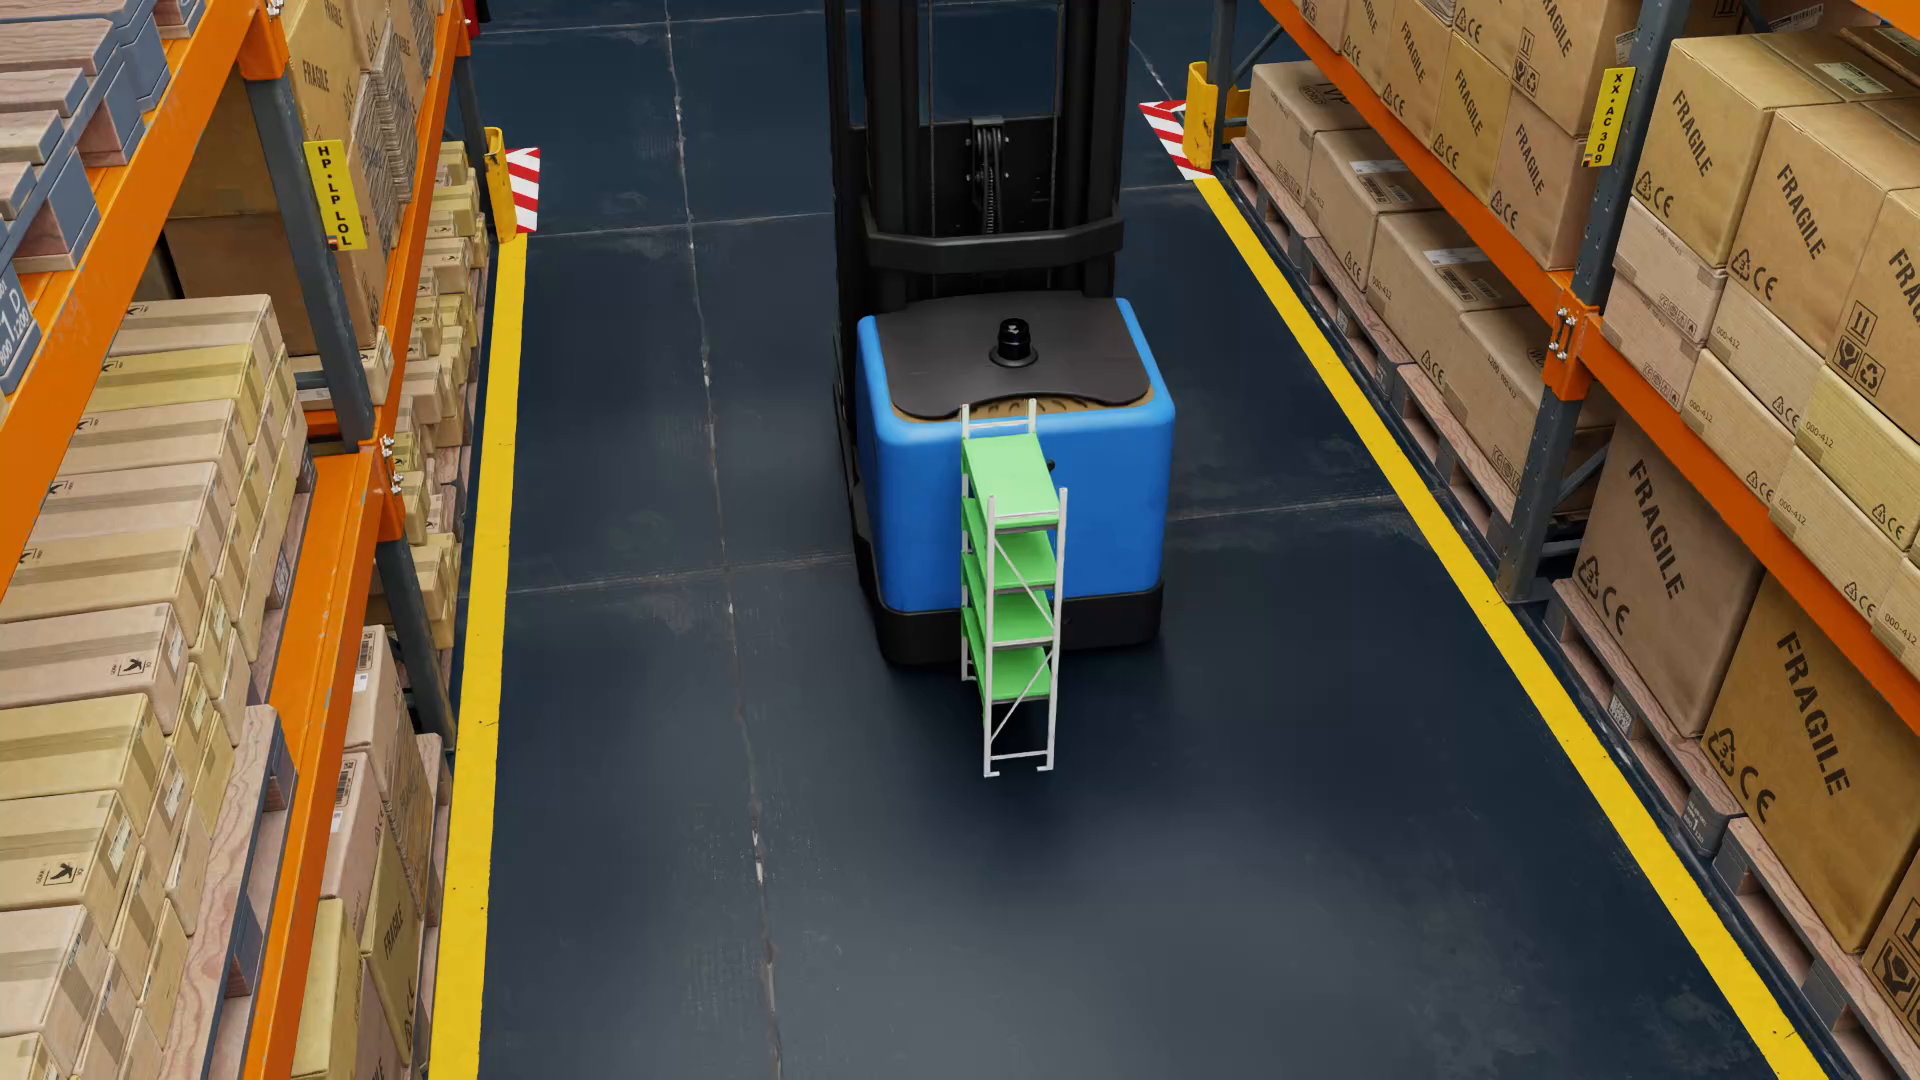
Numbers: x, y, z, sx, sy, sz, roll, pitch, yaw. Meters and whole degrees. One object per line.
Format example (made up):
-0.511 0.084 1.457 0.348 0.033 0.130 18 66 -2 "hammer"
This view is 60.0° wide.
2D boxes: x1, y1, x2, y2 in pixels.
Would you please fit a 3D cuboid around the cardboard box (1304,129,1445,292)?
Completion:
2.274 -1.650 8.175 0.875 0.438 0.875 -5 38 -7 "cardboard box"

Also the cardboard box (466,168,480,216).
-2.591 -1.711 8.247 0.380 0.149 0.250 -7 38 -9 "cardboard box"

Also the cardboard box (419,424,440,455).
-2.293 -0.455 6.630 0.380 0.149 0.250 -5 38 -6 "cardboard box"

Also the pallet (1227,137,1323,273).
2.108 -1.860 8.972 1.003 0.211 1.213 -6 38 -8 "pallet"

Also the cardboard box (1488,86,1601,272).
2.259 -1.312 5.912 0.500 0.500 0.500 -6 38 -8 "cardboard box"

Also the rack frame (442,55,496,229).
-2.965 -2.842 7.963 1.000 3.000 0.127 -6 38 -8 "rack frame"

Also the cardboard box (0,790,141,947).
-1.685 0.595 2.917 0.380 0.149 0.250 -5 38 -7 "cardboard box"

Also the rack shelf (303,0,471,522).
-2.614 -1.350 6.629 1.077 0.370 4.000 -6 38 -8 "rack shelf"

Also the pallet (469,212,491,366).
-2.844 -1.200 8.123 1.003 0.211 1.213 -6 38 -8 "pallet"

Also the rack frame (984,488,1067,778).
0.202 0.329 5.349 0.240 1.200 0.015 -6 39 -7 "rack frame"

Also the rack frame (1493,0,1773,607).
2.592 -1.019 5.617 1.000 3.000 0.127 -6 38 -8 "rack frame"

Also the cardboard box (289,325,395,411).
-1.991 -0.533 5.196 0.380 0.149 0.250 -5 38 -6 "cardboard box"

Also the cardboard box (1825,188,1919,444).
2.588 -0.550 4.116 0.500 0.500 0.500 -7 38 -9 "cardboard box"

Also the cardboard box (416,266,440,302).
-2.443 -1.033 7.131 0.380 0.149 0.250 -7 38 -9 "cardboard box"

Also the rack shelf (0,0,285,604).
-1.913 -0.118 2.599 1.077 0.370 4.000 -6 38 -8 "rack shelf"

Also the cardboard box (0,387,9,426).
-1.588 -0.210 2.049 0.500 0.500 0.500 -6 38 -8 "cardboard box"

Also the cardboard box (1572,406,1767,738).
2.780 0.020 5.669 0.875 0.875 0.875 -5 38 -7 "cardboard box"

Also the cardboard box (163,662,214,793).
-1.765 0.405 3.404 0.380 0.149 0.250 -6 38 -8 "cardboard box"

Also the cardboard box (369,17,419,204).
-2.249 -1.515 5.932 0.500 0.500 0.500 -7 38 -9 "cardboard box"

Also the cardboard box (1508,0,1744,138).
2.237 -1.709 5.608 0.500 0.500 0.500 -7 38 -8 "cardboard box"

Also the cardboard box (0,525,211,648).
-1.824 0.120 3.528 0.380 0.149 0.250 -7 38 -9 "cardboard box"

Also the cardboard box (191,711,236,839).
-1.768 0.512 3.508 0.380 0.149 0.250 -5 38 -6 "cardboard box"

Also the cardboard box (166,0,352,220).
-2.103 -1.277 4.809 0.500 0.500 0.500 -5 38 -7 "cardboard box"

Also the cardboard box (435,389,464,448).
-2.279 -0.500 6.930 0.380 0.149 0.250 -7 38 -9 "cardboard box"

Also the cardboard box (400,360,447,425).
-2.235 -0.569 6.534 0.380 0.149 0.250 -5 38 -7 "cardboard box"

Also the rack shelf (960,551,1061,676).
0.163 0.229 5.577 0.258 0.148 0.480 -6 39 -7 "rack shelf"

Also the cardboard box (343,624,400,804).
-1.884 0.522 4.717 0.500 0.250 0.500 -7 38 -9 "cardboard box"

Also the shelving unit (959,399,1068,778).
0.163 0.179 5.537 0.258 1.200 0.503 -6 39 -7 "shelving unit"

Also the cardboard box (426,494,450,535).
-2.153 -0.026 6.320 0.380 0.149 0.250 -6 38 -8 "cardboard box"

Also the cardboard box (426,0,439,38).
-2.547 -2.444 7.126 0.500 0.500 0.500 -7 38 -9 "cardboard box"

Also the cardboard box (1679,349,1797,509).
2.502 -0.354 4.882 0.500 0.250 0.500 -7 38 -9 "cardboard box"

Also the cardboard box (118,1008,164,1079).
-1.635 0.983 2.902 0.380 0.149 0.250 -5 38 -6 "cardboard box"

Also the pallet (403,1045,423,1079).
-1.908 1.884 4.153 1.003 0.211 1.213 -6 38 -8 "pallet"

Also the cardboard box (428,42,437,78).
-2.496 -2.121 7.239 0.380 0.149 0.250 -5 38 -7 "cardboard box"

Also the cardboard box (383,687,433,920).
-1.886 0.815 4.951 0.500 0.500 0.500 -7 38 -9 "cardboard box"

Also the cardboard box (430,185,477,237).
-2.465 -1.524 7.763 0.380 0.149 0.250 -7 38 -9 "cardboard box"

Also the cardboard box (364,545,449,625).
-2.012 0.163 5.834 0.380 0.149 0.250 -5 38 -6 "cardboard box"

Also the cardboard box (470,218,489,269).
-2.522 -1.442 8.143 0.380 0.149 0.250 -5 38 -7 "cardboard box"

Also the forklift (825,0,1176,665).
0.031 -1.603 6.424 1.130 2.935 3.031 -5 38 -6 "forklift"

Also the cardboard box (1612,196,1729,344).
2.392 -0.862 5.129 0.500 0.250 0.500 -7 38 -9 "cardboard box"

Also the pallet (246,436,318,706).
-2.273 0.127 4.298 1.003 0.211 1.213 -6 38 -8 "pallet"

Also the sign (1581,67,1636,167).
2.046 -1.332 5.249 0.100 0.325 0.005 -6 38 -8 "sign"

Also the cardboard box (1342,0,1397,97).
1.984 -2.242 7.109 0.500 0.500 0.500 -5 38 -6 "cardboard box"

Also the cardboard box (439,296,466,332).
-2.368 -0.929 7.240 0.380 0.149 0.250 -4 38 -6 "cardboard box"

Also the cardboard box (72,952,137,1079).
-1.636 0.865 2.812 0.380 0.149 0.250 -6 38 -8 "cardboard box"

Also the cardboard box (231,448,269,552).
-1.911 -0.082 4.030 0.380 0.149 0.250 -5 38 -6 "cardboard box"

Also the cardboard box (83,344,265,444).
-1.953 -0.344 4.125 0.380 0.149 0.250 -7 38 -9 "cardboard box"

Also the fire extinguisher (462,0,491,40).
-2.555 -2.866 8.361 0.296 0.674 0.183 -6 38 -8 "fire extinguisher"

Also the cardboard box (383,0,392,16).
-2.355 -2.206 6.005 0.500 0.500 0.500 -7 38 -10 "cardboard box"

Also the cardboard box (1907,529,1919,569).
2.664 0.063 3.938 0.500 0.250 0.500 -7 38 -9 "cardboard box"

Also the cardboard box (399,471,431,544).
-2.110 -0.104 5.935 0.380 0.149 0.250 -4 38 -6 "cardboard box"

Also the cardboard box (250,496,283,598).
-1.911 0.034 4.124 0.380 0.149 0.250 -6 38 -8 "cardboard box"
